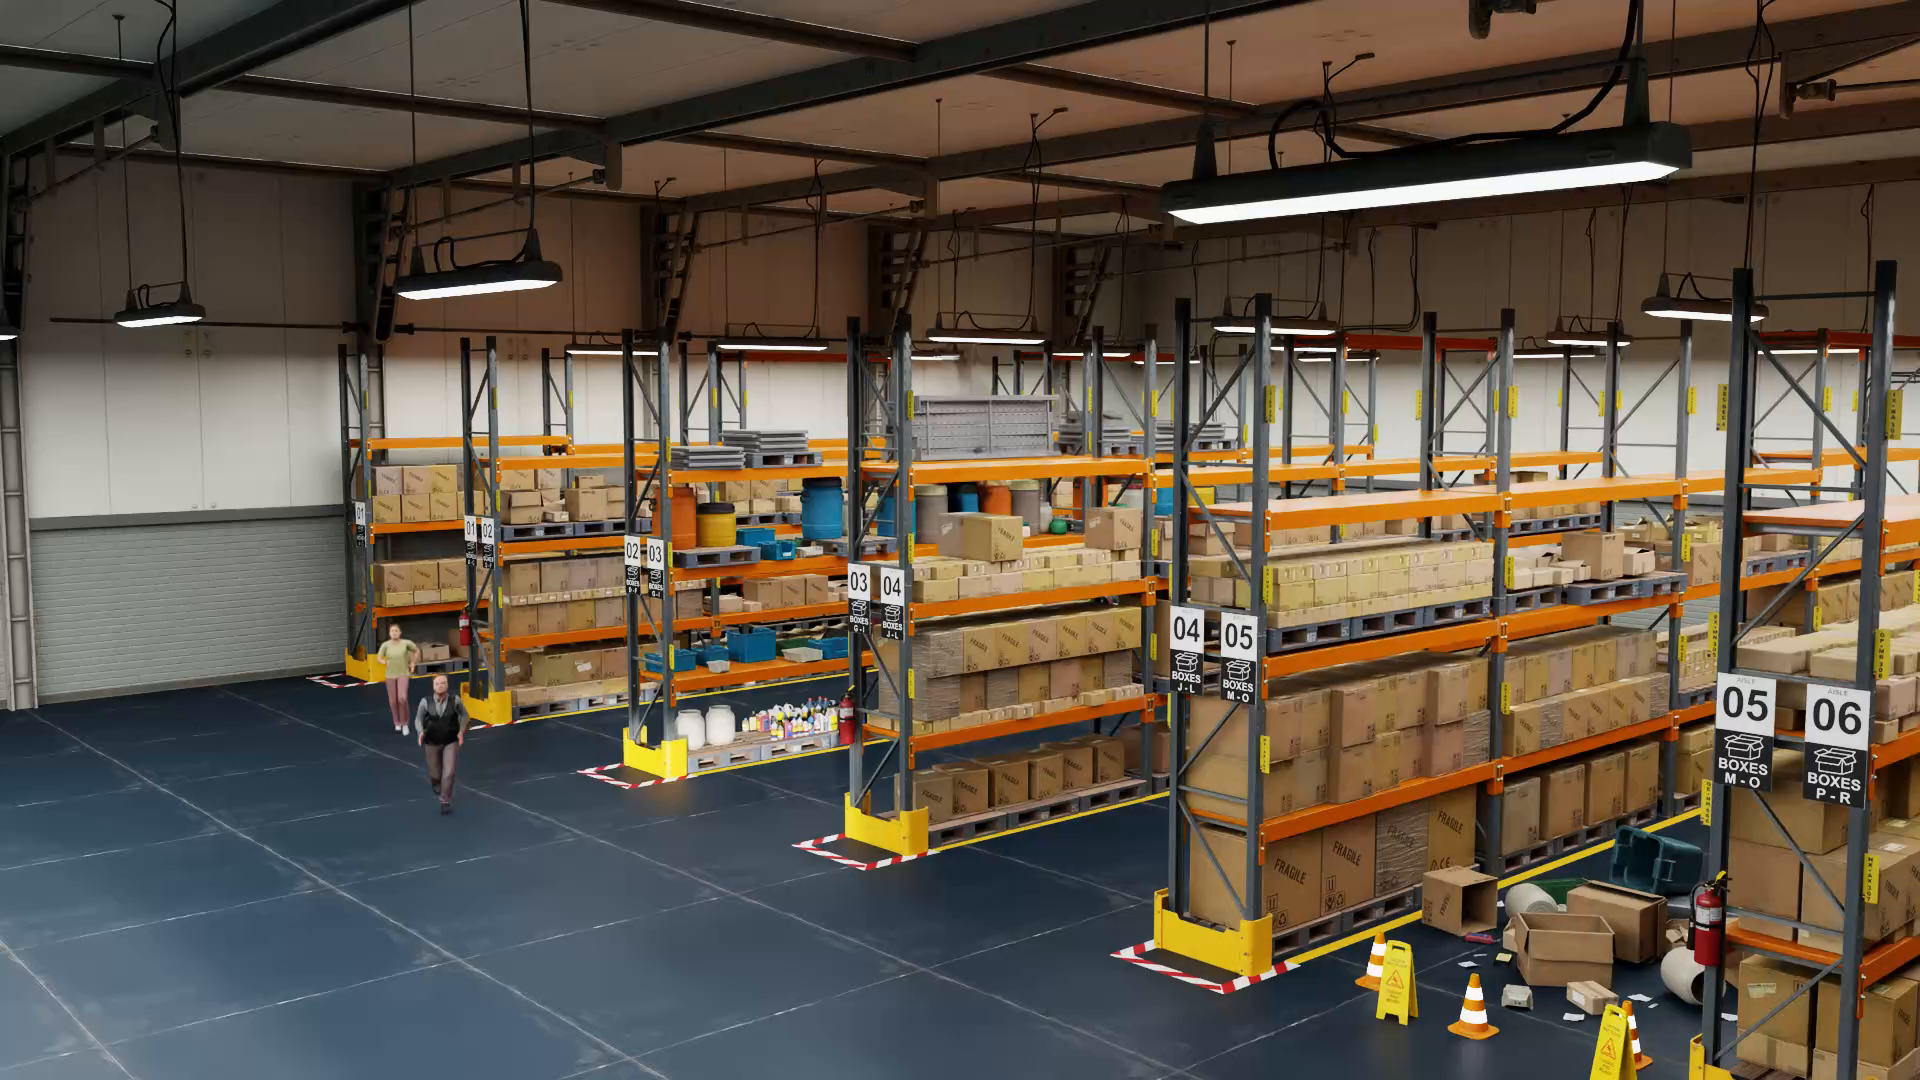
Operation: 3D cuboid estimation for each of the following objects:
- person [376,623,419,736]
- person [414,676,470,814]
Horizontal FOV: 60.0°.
[{"bbox_3d":[-8.485,2.095,25.075,0.589,1.686,0.659,-1,5,-10],"label":"person"},{"bbox_3d":[-6.395,2.494,20.558,0.650,1.680,0.738,-1,5,-16],"label":"person"}]
